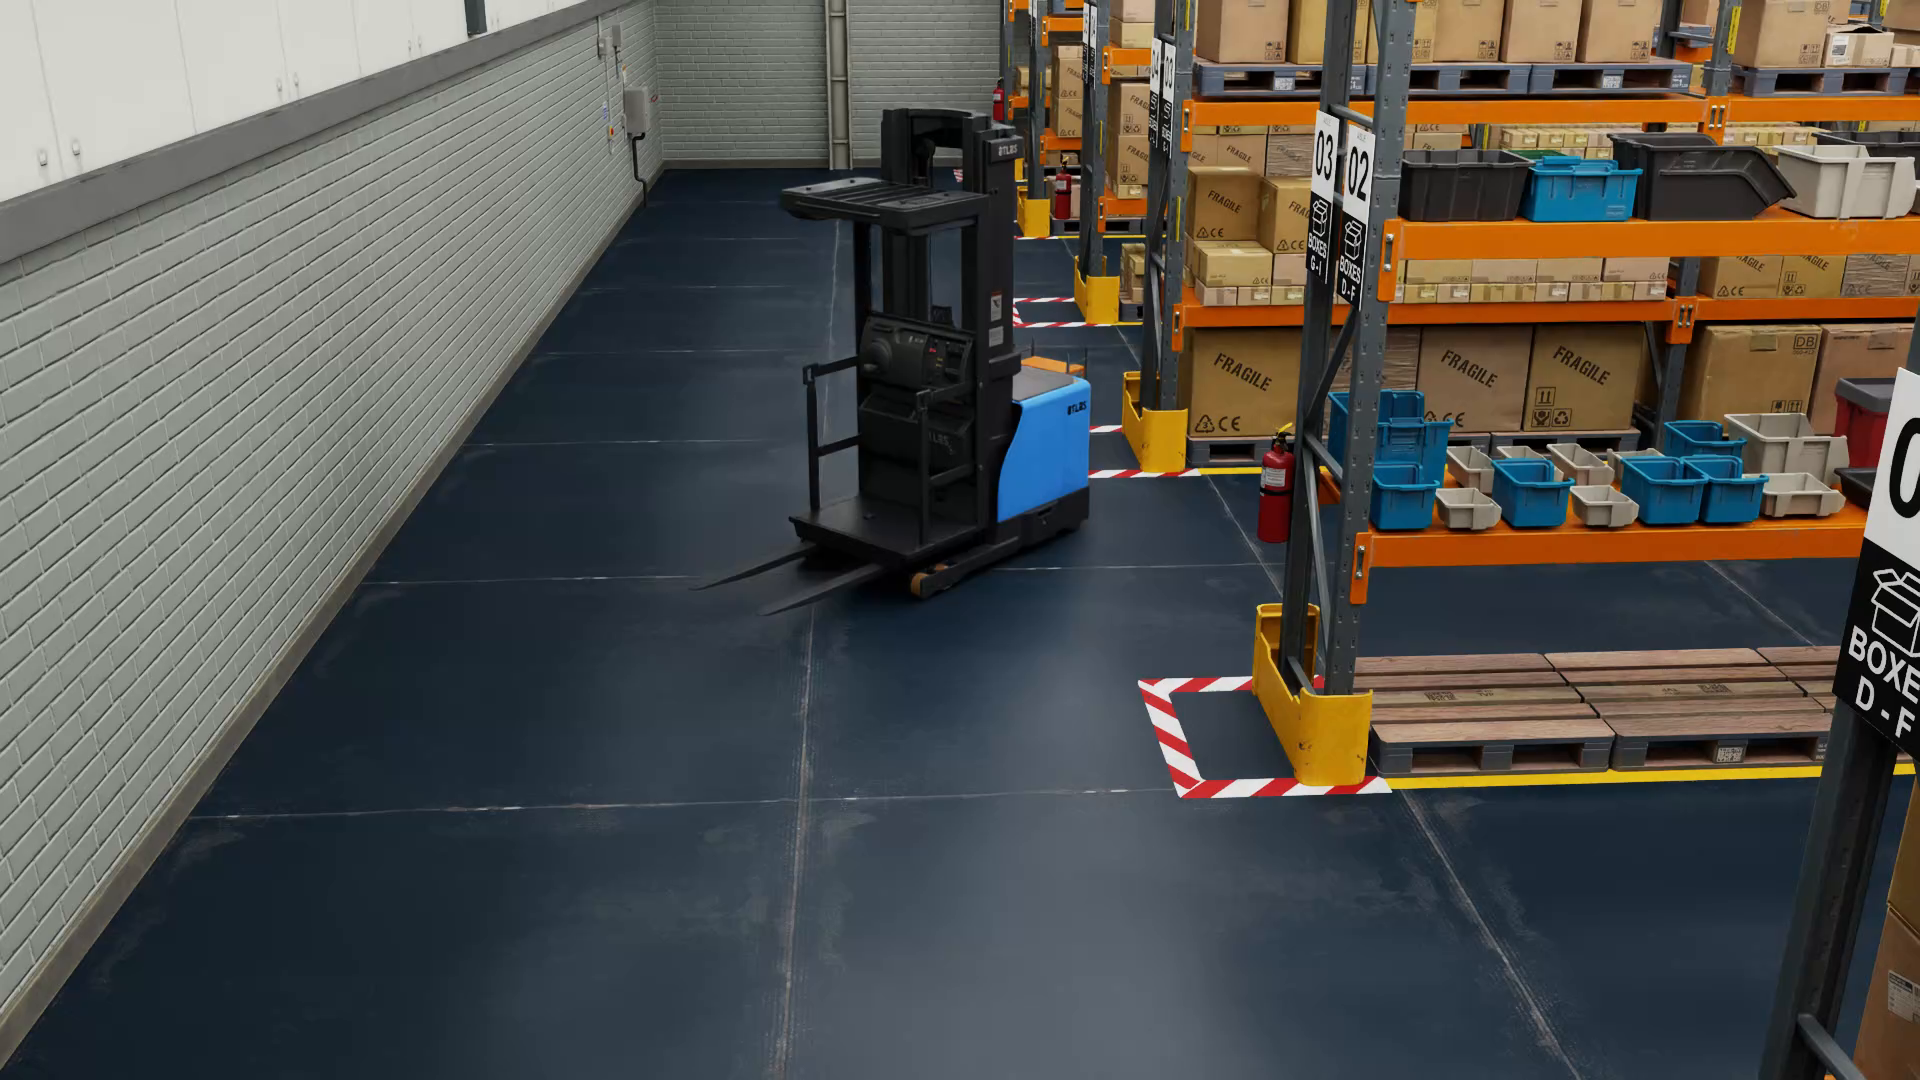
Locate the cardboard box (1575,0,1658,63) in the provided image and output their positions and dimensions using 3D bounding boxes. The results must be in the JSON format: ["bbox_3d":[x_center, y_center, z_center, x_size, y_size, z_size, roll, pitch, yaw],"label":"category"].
[{"bbox_3d":[4.805,-3.872,12.488,0.500,0.500,0.700,-2,21,-6],"label":"cardboard box"}]

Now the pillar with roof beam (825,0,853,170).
[{"bbox_3d":[-1.761,-8.959,22.506,0.400,9.000,9.100,-1,21,-3],"label":"pillar with roof beam"}]

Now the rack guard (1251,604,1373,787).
[{"bbox_3d":[1.849,0.797,8.826,0.348,0.500,1.175,-1,21,-3],"label":"rack guard"}]

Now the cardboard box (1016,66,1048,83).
[{"bbox_3d":[1.180,-7.592,27.139,0.500,0.250,0.500,-1,21,-1],"label":"cardboard box"}]

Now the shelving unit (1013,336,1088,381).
[{"bbox_3d":[0.647,-0.838,12.135,0.503,1.200,0.258,17,27,38],"label":"shelving unit"}]

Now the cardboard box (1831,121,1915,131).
[{"bbox_3d":[9.843,-4.582,17.895,0.500,0.500,0.700,-1,21,-3],"label":"cardboard box"}]

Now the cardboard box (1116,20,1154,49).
[{"bbox_3d":[1.870,-5.150,16.928,0.500,0.250,0.500,0,21,-1],"label":"cardboard box"}]

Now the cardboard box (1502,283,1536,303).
[{"bbox_3d":[4.269,-1.956,12.897,0.250,0.149,0.380,-1,21,-2],"label":"cardboard box"}]

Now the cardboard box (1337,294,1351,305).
[{"bbox_3d":[2.988,-1.930,12.828,0.250,0.149,0.380,-2,21,-4],"label":"cardboard box"}]

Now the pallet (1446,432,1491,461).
[{"bbox_3d":[3.598,-0.901,13.690,1.213,0.211,1.003,-1,21,-3],"label":"pallet"}]

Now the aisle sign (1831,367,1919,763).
[{"bbox_3d":[2.065,0.061,3.592,0.004,0.787,0.394,-1,21,-3],"label":"aisle sign"}]

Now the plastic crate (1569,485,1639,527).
[{"bbox_3d":[3.139,-0.160,8.113,0.298,0.136,0.250,-1,21,-3],"label":"plastic crate"}]

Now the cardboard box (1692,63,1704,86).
[{"bbox_3d":[9.993,-6.141,22.386,0.500,0.500,0.500,0,21,0],"label":"cardboard box"}]

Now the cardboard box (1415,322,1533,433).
[{"bbox_3d":[4.021,-1.417,13.524,0.875,0.875,0.875,-1,21,-3],"label":"cardboard box"}]

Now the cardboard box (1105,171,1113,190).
[{"bbox_3d":[1.716,-3.890,17.975,0.250,0.149,0.380,-1,21,-3],"label":"cardboard box"}]

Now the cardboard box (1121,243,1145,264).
[{"bbox_3d":[1.921,-3.143,18.241,0.250,0.149,0.380,-1,21,-2],"label":"cardboard box"}]

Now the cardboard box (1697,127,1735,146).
[{"bbox_3d":[7.911,-4.228,17.436,0.250,0.149,0.380,-1,21,-3],"label":"cardboard box"}]

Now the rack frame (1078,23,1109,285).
[{"bbox_3d":[1.407,-3.900,17.649,0.127,3.000,1.000,-1,21,-3],"label":"rack frame"}]

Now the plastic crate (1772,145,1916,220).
[{"bbox_3d":[4.102,-1.659,7.712,0.530,0.282,0.437,-1,21,-3],"label":"plastic crate"}]

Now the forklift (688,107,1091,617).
[{"bbox_3d":[-0.426,-1.197,10.644,1.130,2.935,3.031,17,27,38],"label":"forklift"}]

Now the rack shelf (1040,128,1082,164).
[{"bbox_3d":[3.020,-5.361,22.497,4.000,0.370,1.077,-1,21,-3],"label":"rack shelf"}]

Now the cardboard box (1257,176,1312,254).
[{"bbox_3d":[2.583,-2.480,12.657,0.500,0.500,0.500,-2,21,-4],"label":"cardboard box"}]

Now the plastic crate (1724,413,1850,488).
[{"bbox_3d":[4.330,-0.465,8.709,0.530,0.282,0.437,-1,21,-3],"label":"plastic crate"}]

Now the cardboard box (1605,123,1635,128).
[{"bbox_3d":[7.091,-4.442,17.999,0.250,0.149,0.380,-2,21,-5],"label":"cardboard box"}]

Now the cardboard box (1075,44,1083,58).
[{"bbox_3d":[1.651,-6.413,21.792,0.250,0.149,0.380,-1,21,-2],"label":"cardboard box"}]

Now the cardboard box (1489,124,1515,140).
[{"bbox_3d":[5.790,-4.416,17.930,0.250,0.149,0.380,0,21,-1],"label":"cardboard box"}]

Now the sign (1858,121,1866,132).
[{"bbox_3d":[9.434,-4.374,17.378,0.005,0.325,0.100,-1,21,-3],"label":"sign"}]

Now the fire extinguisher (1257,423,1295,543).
[{"bbox_3d":[1.695,-0.325,8.891,0.183,0.674,0.296,-1,21,-3],"label":"fire extinguisher"}]

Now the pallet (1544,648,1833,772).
[{"bbox_3d":[3.913,0.900,8.961,1.213,0.211,1.003,-1,21,-3],"label":"pallet"}]

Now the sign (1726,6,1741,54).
[{"bbox_3d":[5.616,-3.701,12.072,0.005,0.325,0.100,-1,21,-3],"label":"sign"}]

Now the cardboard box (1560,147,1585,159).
[{"bbox_3d":[6.336,-4.055,17.401,0.250,0.149,0.380,-1,21,-2],"label":"cardboard box"}]

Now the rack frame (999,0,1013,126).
[{"bbox_3d":[0.736,-7.420,26.893,0.127,3.000,1.000,-1,21,-3],"label":"rack frame"}]

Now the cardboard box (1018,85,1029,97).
[{"bbox_3d":[1.080,-7.211,26.700,0.250,0.149,0.380,-1,21,-3],"label":"cardboard box"}]

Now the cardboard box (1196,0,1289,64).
[{"bbox_3d":[2.105,-3.857,12.450,0.500,0.500,0.700,-2,21,-6],"label":"cardboard box"}]

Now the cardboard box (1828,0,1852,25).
[{"bbox_3d":[8.838,-5.409,17.257,0.500,0.500,0.500,-1,21,-3],"label":"cardboard box"}]

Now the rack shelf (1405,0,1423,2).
[{"bbox_3d":[3.869,-2.698,7.633,4.000,0.370,1.077,-1,21,-3],"label":"rack shelf"}]

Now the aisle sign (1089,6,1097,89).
[{"bbox_3d":[1.351,-5.007,16.903,0.004,0.787,0.394,-1,21,-3],"label":"aisle sign"}]

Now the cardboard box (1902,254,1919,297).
[{"bbox_3d":[7.573,-2.218,13.089,0.500,0.500,0.500,-1,21,-2],"label":"cardboard box"}]

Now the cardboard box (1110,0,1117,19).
[{"bbox_3d":[1.852,-5.565,17.315,0.500,0.250,0.500,-2,21,-5],"label":"cardboard box"}]

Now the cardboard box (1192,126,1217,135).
[{"bbox_3d":[2.374,-4.480,17.210,0.500,0.500,0.500,-1,21,-1],"label":"cardboard box"}]

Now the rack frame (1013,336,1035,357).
[{"bbox_3d":[0.462,-0.894,12.284,0.015,1.200,0.240,17,27,38],"label":"rack frame"}]

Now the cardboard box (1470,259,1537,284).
[{"bbox_3d":[4.131,-2.162,12.877,0.500,0.250,0.500,-1,21,-2],"label":"cardboard box"}]

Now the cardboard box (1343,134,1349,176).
[{"bbox_3d":[3.918,-4.037,17.451,0.500,0.500,0.500,-1,21,-3],"label":"cardboard box"}]

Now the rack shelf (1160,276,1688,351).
[{"bbox_3d":[3.586,-1.841,13.251,4.000,0.370,1.077,-1,21,-3],"label":"rack shelf"}]

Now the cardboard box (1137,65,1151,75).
[{"bbox_3d":[2.548,-6.105,21.895,0.500,0.500,0.500,-1,21,-3],"label":"cardboard box"}]

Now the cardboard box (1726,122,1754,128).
[{"bbox_3d":[8.408,-4.469,18.070,0.250,0.149,0.380,-1,21,-3],"label":"cardboard box"}]

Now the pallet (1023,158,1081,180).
[{"bbox_3d":[1.608,-6.134,27.437,1.213,0.211,1.003,-1,21,-3],"label":"pallet"}]

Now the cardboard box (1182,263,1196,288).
[{"bbox_3d":[1.926,-2.143,13.387,0.250,0.149,0.380,-1,21,-2],"label":"cardboard box"}]

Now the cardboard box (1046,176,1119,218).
[{"bbox_3d":[1.677,-4.704,22.772,0.875,0.438,0.875,-2,21,-5],"label":"cardboard box"}]

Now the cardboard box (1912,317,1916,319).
[{"bbox_3d":[7.996,-1.480,13.688,0.875,0.875,1.225,-1,21,-3],"label":"cardboard box"}]

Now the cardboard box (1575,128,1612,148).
[{"bbox_3d":[6.603,-4.199,17.361,0.250,0.149,0.380,-1,21,-4],"label":"cardboard box"}]

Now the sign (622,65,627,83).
[{"bbox_3d":[-4.783,-6.645,23.698,0.001,0.242,0.339,-1,21,-3],"label":"sign"}]

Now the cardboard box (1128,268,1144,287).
[{"bbox_3d":[1.945,-2.823,17.817,0.250,0.149,0.380,0,21,-1],"label":"cardboard box"}]

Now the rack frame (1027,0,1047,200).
[{"bbox_3d":[1.023,-5.656,22.262,0.127,3.000,1.000,-1,21,-3],"label":"rack frame"}]

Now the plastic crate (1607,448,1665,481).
[{"bbox_3d":[3.537,-0.390,8.716,0.250,0.136,0.298,-1,21,-3],"label":"plastic crate"}]

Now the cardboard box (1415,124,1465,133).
[{"bbox_3d":[4.947,-4.529,17.337,0.500,0.500,0.500,-2,21,-5],"label":"cardboard box"}]
